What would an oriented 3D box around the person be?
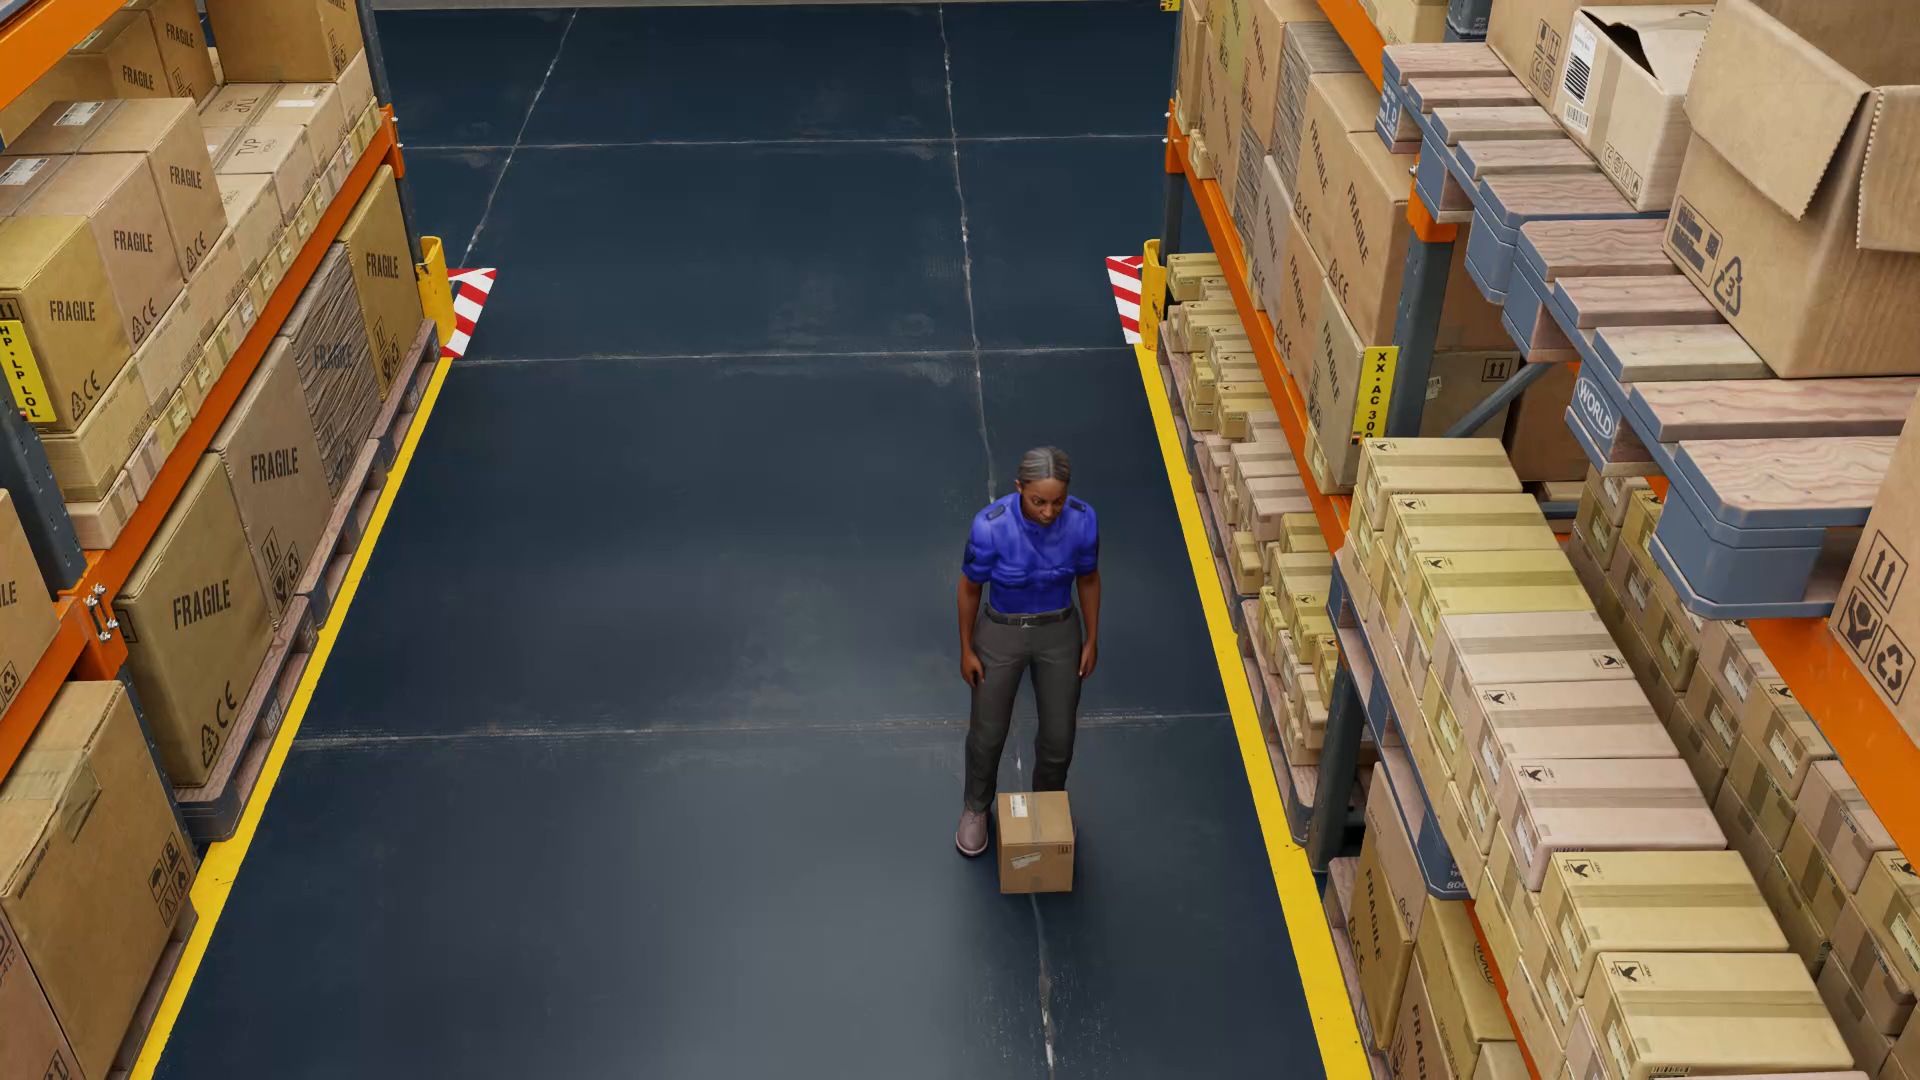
[{"bbox_3d":[0.226,0.364,5.652,0.511,1.639,0.346,-4,36,-6],"label":"person"}]
